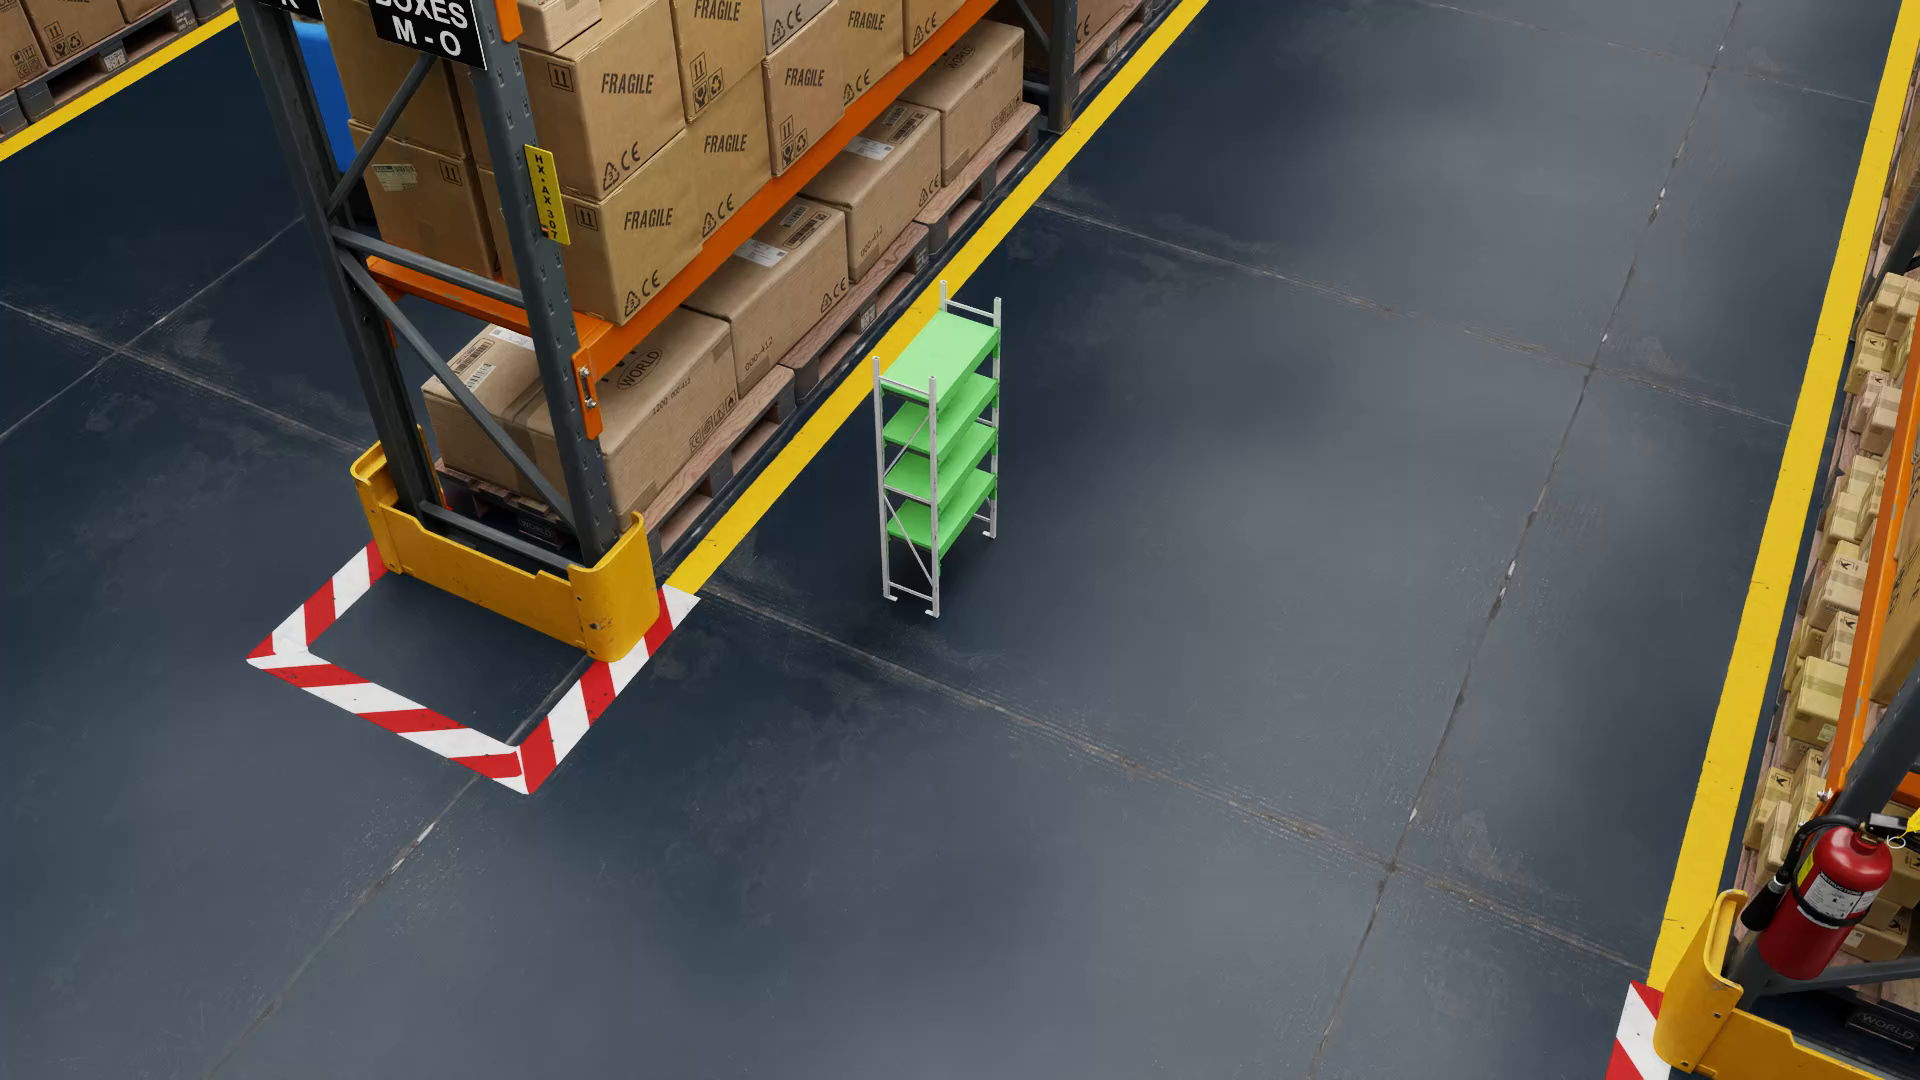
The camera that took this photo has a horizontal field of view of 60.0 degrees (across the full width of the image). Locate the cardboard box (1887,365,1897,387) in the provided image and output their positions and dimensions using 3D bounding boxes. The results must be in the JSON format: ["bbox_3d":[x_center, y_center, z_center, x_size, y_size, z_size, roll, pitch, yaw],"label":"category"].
[{"bbox_3d":[3.989,-0.611,6.745,0.380,0.149,0.250,20,49,19],"label":"cardboard box"}]

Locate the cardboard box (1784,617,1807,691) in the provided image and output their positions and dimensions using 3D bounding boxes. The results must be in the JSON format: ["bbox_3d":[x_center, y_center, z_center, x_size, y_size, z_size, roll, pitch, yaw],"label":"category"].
[{"bbox_3d":[3.157,0.461,5.895,0.380,0.149,0.250,18,48,17],"label":"cardboard box"}]

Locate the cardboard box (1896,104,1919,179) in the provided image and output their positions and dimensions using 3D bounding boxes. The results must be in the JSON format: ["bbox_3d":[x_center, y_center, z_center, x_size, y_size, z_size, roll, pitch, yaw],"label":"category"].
[{"bbox_3d":[4.919,-1.980,8.060,0.500,0.500,0.500,19,48,18],"label":"cardboard box"}]

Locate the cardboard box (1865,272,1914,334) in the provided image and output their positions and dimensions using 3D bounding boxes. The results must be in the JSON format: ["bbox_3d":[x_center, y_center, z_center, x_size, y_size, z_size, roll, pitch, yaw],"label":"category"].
[{"bbox_3d":[4.108,-0.966,7.096,0.380,0.149,0.250,23,50,21],"label":"cardboard box"}]

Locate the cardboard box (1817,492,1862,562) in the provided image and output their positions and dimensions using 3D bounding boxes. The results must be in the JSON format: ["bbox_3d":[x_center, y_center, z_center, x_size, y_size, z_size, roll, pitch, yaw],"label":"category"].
[{"bbox_3d":[3.402,0.008,6.133,0.380,0.149,0.250,21,49,19],"label":"cardboard box"}]

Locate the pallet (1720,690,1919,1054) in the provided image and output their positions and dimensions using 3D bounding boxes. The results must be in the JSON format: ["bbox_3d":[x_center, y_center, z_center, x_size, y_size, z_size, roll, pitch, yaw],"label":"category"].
[{"bbox_3d":[3.147,1.114,5.501,1.003,0.211,1.213,20,49,19],"label":"pallet"}]

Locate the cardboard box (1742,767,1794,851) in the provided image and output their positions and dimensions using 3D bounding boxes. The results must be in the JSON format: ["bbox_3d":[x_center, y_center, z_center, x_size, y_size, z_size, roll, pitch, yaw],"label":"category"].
[{"bbox_3d":[2.792,0.940,5.421,0.380,0.149,0.250,22,49,20],"label":"cardboard box"}]

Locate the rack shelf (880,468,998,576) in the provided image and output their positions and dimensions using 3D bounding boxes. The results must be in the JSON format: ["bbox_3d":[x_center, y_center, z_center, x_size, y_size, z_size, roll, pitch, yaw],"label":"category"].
[{"bbox_3d":[-0.077,-0.104,6.436,0.258,0.148,0.480,20,49,19],"label":"rack shelf"}]

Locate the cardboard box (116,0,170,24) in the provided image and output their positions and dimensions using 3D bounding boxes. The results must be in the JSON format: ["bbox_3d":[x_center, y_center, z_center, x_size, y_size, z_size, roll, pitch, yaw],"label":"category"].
[{"bbox_3d":[-4.846,-3.328,9.393,0.700,0.500,0.500,19,48,18],"label":"cardboard box"}]

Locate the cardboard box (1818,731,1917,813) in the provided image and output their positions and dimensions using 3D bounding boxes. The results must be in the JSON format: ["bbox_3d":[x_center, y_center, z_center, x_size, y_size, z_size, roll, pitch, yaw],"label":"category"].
[{"bbox_3d":[2.892,0.770,5.171,0.380,0.149,0.250,21,49,20],"label":"cardboard box"}]

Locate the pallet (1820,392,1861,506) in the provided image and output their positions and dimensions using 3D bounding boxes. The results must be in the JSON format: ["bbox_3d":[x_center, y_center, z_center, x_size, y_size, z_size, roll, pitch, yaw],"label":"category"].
[{"bbox_3d":[4.279,-0.423,7.020,1.003,0.211,1.213,20,49,19],"label":"pallet"}]

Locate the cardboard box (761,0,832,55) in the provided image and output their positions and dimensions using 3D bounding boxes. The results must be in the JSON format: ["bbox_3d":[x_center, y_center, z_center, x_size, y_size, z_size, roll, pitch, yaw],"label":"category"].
[{"bbox_3d":[-0.788,-2.139,5.982,0.500,0.500,0.500,20,49,19],"label":"cardboard box"}]

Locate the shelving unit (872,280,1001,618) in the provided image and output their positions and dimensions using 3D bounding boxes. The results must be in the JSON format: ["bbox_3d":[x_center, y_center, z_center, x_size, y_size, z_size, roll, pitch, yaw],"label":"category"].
[{"bbox_3d":[-0.077,-0.317,6.220,0.258,1.200,0.503,20,49,19],"label":"shelving unit"}]

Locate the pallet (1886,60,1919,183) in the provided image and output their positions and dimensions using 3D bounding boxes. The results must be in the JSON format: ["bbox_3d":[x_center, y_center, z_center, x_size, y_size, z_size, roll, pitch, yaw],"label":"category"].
[{"bbox_3d":[5.485,-2.121,8.697,1.003,0.211,1.213,20,49,19],"label":"pallet"}]

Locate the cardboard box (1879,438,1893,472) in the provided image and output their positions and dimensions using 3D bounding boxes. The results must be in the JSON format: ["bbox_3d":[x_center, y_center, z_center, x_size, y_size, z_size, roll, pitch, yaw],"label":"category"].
[{"bbox_3d":[3.617,-0.211,6.140,0.380,0.149,0.250,19,48,17],"label":"cardboard box"}]

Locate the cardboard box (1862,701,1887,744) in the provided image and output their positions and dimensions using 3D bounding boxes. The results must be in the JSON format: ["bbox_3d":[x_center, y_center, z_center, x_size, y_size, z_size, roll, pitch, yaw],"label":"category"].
[{"bbox_3d":[2.604,0.471,4.352,0.380,0.149,0.250,21,49,19],"label":"cardboard box"}]

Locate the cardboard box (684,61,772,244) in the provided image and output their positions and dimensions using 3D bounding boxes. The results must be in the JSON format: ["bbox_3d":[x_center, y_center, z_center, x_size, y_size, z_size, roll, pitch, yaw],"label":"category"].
[{"bbox_3d":[-1.041,-1.460,6.014,0.500,0.500,0.500,20,49,19],"label":"cardboard box"}]

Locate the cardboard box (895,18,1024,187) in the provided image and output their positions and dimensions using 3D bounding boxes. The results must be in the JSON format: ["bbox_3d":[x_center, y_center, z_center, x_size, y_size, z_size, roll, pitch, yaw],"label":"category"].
[{"bbox_3d":[-0.258,-2.296,8.416,0.875,0.438,0.875,20,49,19],"label":"cardboard box"}]

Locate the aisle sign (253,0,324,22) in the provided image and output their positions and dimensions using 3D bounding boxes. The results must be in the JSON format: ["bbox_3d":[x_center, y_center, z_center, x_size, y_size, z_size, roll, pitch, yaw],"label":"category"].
[{"bbox_3d":[-2.037,-1.860,4.652,0.394,0.787,0.004,20,49,19],"label":"aisle sign"}]

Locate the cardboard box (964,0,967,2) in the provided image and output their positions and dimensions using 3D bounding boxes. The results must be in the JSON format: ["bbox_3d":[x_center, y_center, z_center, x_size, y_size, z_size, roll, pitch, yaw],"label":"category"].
[{"bbox_3d":[-0.095,-2.742,7.280,0.500,0.500,0.500,19,48,18],"label":"cardboard box"}]

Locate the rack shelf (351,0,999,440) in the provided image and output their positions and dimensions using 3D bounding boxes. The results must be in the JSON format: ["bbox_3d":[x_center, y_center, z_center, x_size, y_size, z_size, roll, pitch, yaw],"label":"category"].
[{"bbox_3d":[-0.800,-1.896,7.021,1.077,0.370,4.000,20,49,19],"label":"rack shelf"}]

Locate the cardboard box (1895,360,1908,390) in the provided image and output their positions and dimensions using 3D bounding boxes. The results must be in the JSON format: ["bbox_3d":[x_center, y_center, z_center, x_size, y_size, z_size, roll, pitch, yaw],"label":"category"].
[{"bbox_3d":[3.861,-0.543,6.469,0.380,0.149,0.250,19,48,18],"label":"cardboard box"}]

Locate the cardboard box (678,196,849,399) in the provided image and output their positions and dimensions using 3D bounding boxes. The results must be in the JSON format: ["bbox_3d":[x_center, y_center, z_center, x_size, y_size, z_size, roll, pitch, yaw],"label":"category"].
[{"bbox_3d":[-1.093,-1.164,7.298,0.875,0.438,0.875,22,49,20],"label":"cardboard box"}]

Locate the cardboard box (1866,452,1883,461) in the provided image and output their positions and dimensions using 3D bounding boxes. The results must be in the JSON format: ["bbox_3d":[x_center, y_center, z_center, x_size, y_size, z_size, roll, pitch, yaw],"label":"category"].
[{"bbox_3d":[3.712,-0.277,6.415,0.380,0.149,0.250,23,50,21],"label":"cardboard box"}]

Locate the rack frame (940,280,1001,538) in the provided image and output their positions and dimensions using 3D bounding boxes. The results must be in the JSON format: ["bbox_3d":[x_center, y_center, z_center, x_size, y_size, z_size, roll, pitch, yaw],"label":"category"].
[{"bbox_3d":[0.036,-0.471,6.372,0.240,1.200,0.015,20,49,19],"label":"rack frame"}]

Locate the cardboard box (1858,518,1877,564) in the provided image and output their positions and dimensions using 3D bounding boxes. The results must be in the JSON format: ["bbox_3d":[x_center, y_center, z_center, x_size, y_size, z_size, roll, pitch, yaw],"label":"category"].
[{"bbox_3d":[3.372,0.106,5.827,0.380,0.149,0.250,19,48,18],"label":"cardboard box"}]

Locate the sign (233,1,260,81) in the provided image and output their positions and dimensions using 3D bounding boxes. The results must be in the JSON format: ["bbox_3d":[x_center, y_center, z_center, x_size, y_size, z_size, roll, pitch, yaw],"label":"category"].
[{"bbox_3d":[-2.203,-1.567,5.210,0.100,0.325,0.005,20,49,19],"label":"sign"}]

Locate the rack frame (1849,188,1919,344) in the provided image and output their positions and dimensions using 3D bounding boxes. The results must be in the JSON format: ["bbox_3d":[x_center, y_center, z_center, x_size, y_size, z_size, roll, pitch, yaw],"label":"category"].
[{"bbox_3d":[4.560,-1.838,6.458,1.000,3.000,0.127,20,49,19],"label":"rack frame"}]

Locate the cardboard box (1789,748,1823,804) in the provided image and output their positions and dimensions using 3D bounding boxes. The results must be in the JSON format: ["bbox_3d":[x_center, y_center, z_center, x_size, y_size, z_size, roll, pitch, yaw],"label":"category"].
[{"bbox_3d":[2.864,0.858,5.293,0.380,0.149,0.250,19,48,18],"label":"cardboard box"}]

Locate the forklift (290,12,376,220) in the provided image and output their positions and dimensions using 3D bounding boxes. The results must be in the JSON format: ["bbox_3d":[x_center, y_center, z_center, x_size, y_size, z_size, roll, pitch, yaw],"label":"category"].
[{"bbox_3d":[-2.311,-3.567,8.214,1.130,2.935,3.031,11,46,10],"label":"forklift"}]

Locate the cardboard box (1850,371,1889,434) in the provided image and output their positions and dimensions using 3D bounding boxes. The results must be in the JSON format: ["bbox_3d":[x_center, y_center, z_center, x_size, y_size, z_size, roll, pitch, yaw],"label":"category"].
[{"bbox_3d":[3.913,-0.519,6.863,0.380,0.149,0.250,20,49,19],"label":"cardboard box"}]

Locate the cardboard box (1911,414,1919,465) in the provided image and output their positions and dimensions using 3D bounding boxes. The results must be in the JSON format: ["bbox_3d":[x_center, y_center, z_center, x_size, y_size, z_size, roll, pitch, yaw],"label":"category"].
[{"bbox_3d":[3.154,-0.472,4.828,0.500,0.500,0.500,21,49,19],"label":"cardboard box"}]

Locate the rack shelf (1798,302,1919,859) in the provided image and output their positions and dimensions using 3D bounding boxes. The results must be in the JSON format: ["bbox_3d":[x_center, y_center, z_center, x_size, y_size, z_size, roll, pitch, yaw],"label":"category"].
[{"bbox_3d":[3.631,-0.326,5.469,1.077,0.370,4.000,20,49,19],"label":"rack shelf"}]

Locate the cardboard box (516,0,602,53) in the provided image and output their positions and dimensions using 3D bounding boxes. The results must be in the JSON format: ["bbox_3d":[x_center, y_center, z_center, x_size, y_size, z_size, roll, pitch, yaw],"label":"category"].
[{"bbox_3d":[-1.319,-1.636,5.029,0.380,0.149,0.250,21,49,20],"label":"cardboard box"}]

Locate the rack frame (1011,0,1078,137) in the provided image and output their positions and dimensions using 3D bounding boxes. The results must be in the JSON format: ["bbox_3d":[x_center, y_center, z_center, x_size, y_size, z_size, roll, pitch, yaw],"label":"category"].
[{"bbox_3d":[0.128,-3.409,8.010,1.000,3.000,0.127,20,49,19],"label":"rack frame"}]

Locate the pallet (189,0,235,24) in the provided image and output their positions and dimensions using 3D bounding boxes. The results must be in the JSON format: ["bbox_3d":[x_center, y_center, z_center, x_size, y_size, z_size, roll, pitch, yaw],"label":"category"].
[{"bbox_3d":[-4.590,-3.633,10.192,1.003,0.211,1.213,20,49,19],"label":"pallet"}]

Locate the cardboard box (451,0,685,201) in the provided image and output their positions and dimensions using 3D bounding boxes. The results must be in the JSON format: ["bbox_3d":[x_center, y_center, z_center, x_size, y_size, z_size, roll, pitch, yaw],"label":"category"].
[{"bbox_3d":[-1.253,-1.484,5.335,0.500,0.500,0.500,19,48,18],"label":"cardboard box"}]

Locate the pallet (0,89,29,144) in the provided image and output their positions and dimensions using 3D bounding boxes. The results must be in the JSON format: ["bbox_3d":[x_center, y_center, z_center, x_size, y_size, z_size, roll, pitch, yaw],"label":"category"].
[{"bbox_3d":[-5.722,-2.096,8.673,1.003,0.211,1.213,20,49,19],"label":"pallet"}]

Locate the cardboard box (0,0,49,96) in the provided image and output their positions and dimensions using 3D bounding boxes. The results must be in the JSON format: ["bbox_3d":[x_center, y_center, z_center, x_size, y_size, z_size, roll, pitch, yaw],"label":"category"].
[{"bbox_3d":[-5.328,-2.674,8.746,0.700,0.500,0.500,22,49,21],"label":"cardboard box"}]

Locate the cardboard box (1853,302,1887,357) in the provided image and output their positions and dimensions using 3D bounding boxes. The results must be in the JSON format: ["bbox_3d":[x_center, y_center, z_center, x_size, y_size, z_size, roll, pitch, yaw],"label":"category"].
[{"bbox_3d":[4.106,-0.861,7.201,0.380,0.149,0.250,18,48,17],"label":"cardboard box"}]

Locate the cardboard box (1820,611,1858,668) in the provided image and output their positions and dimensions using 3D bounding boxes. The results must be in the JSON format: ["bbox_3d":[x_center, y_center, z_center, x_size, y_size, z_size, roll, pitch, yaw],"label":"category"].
[{"bbox_3d":[3.076,0.423,5.514,0.380,0.149,0.250,19,48,18],"label":"cardboard box"}]

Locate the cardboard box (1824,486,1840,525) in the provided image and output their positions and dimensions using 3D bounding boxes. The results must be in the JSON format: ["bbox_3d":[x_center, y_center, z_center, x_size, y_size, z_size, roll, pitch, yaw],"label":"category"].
[{"bbox_3d":[3.540,-0.030,6.380,0.380,0.149,0.250,19,48,18],"label":"cardboard box"}]

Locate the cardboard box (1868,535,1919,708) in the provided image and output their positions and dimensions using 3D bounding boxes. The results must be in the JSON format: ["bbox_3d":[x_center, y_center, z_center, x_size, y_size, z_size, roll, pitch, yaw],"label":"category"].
[{"bbox_3d":[2.683,0.174,4.190,0.500,0.500,0.500,21,49,20],"label":"cardboard box"}]

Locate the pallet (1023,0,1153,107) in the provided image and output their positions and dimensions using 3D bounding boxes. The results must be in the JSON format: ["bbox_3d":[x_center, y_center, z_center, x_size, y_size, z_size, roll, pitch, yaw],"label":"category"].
[{"bbox_3d":[0.420,-2.940,9.507,1.003,0.211,1.213,20,49,19],"label":"pallet"}]

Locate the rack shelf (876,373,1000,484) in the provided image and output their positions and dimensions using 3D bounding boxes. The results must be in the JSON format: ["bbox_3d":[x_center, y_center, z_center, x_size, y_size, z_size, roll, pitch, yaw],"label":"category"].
[{"bbox_3d":[-0.077,-0.441,6.095,0.258,0.148,0.480,20,49,19],"label":"rack shelf"}]

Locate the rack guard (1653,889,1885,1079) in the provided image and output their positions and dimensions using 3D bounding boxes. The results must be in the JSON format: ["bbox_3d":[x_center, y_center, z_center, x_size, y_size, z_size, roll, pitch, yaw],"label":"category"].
[{"bbox_3d":[2.738,1.512,4.904,1.175,0.500,0.348,20,49,19],"label":"rack guard"}]

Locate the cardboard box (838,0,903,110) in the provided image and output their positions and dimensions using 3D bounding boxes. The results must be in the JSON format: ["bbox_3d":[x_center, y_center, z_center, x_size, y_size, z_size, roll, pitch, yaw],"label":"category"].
[{"bbox_3d":[-0.571,-2.095,6.642,0.500,0.500,0.500,22,49,20],"label":"cardboard box"}]

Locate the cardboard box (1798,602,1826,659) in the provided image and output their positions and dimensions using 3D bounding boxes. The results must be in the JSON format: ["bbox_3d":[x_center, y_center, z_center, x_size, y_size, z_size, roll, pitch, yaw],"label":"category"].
[{"bbox_3d":[3.164,0.346,5.799,0.380,0.149,0.250,21,49,20],"label":"cardboard box"}]

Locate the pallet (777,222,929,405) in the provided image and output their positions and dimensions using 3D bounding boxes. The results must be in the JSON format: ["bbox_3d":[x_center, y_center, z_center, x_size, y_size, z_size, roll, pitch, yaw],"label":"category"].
[{"bbox_3d":[-0.859,-1.204,7.792,1.003,0.211,1.213,20,49,19],"label":"pallet"}]

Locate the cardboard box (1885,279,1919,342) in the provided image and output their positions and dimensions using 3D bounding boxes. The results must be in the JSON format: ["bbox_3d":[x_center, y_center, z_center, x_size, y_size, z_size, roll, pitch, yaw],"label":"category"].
[{"bbox_3d":[4.036,-0.891,6.812,0.380,0.149,0.250,23,50,21],"label":"cardboard box"}]
